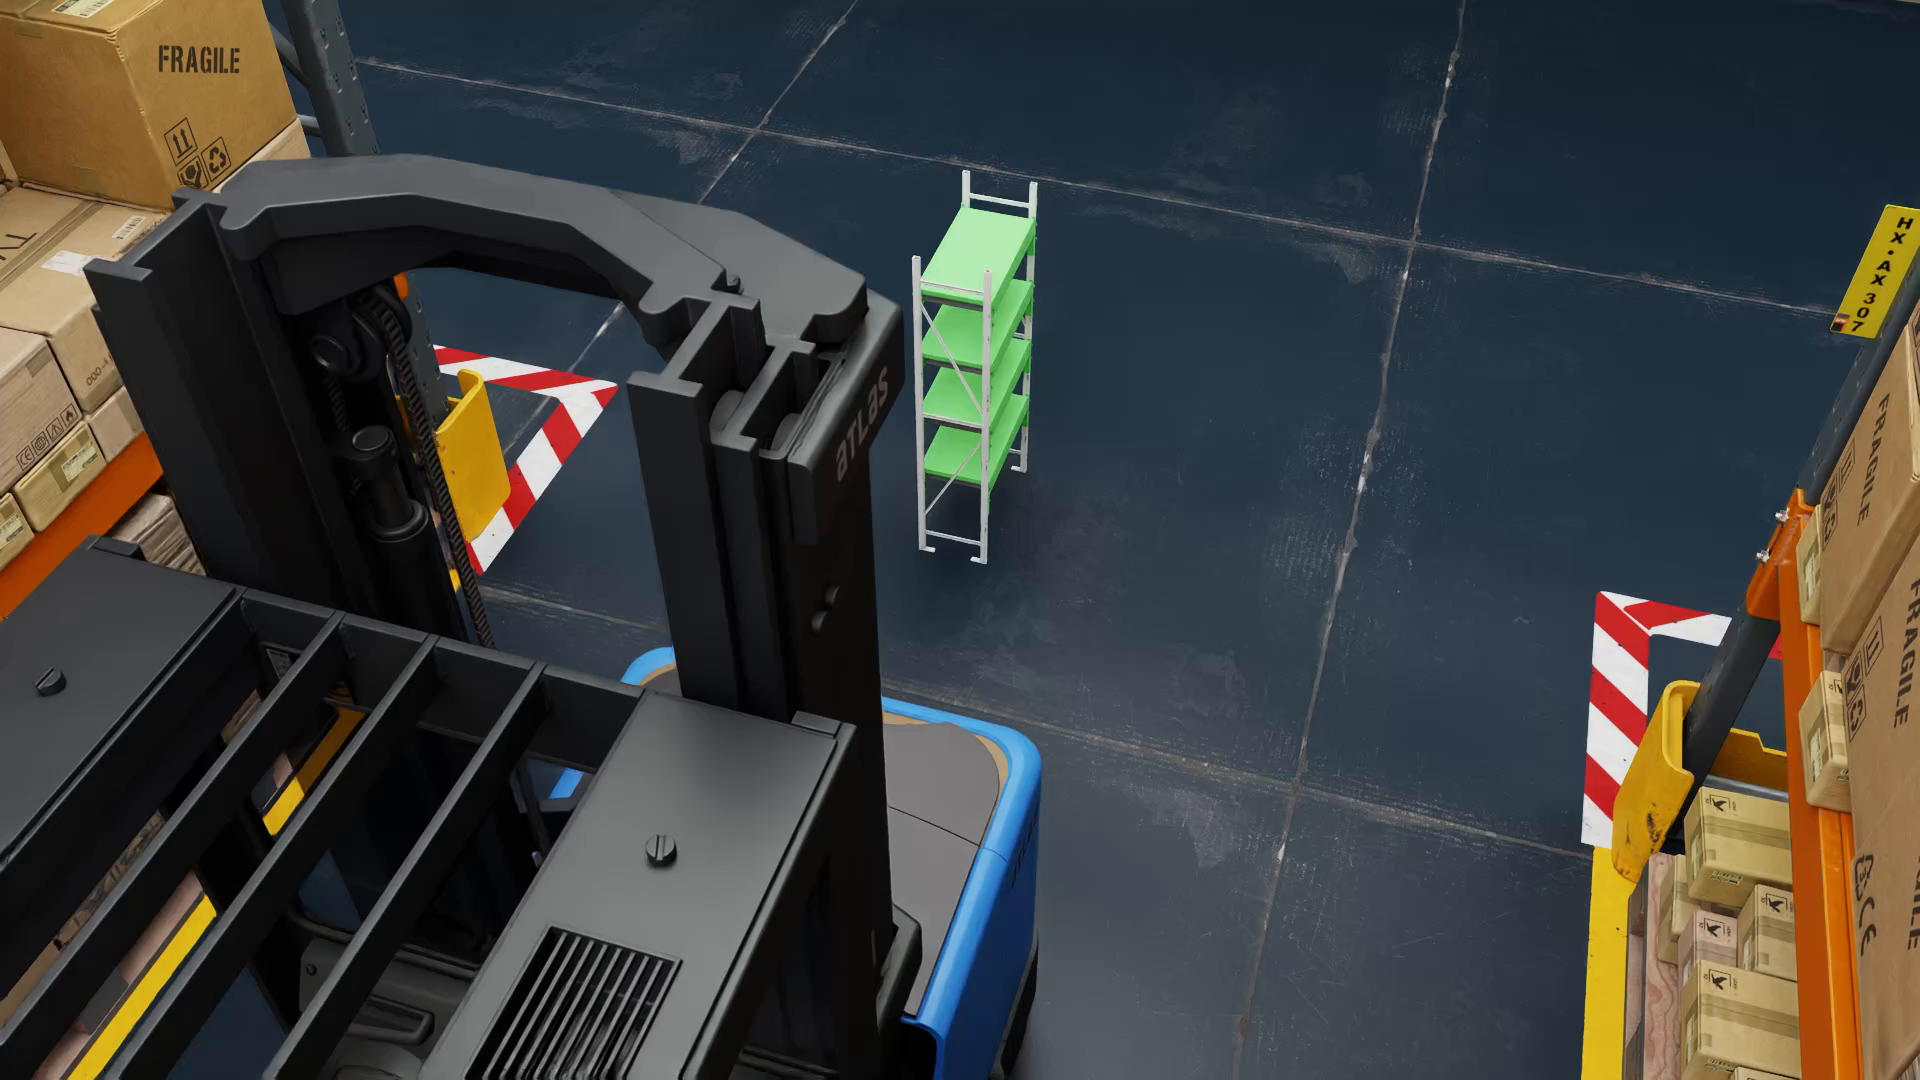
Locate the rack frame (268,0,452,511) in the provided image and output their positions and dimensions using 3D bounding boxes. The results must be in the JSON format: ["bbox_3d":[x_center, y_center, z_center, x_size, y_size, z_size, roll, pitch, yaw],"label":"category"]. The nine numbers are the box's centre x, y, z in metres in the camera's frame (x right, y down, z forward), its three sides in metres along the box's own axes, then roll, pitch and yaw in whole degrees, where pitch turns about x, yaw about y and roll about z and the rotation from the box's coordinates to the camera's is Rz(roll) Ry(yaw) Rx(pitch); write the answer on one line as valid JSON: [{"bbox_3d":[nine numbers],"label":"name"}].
[{"bbox_3d":[-2.199,-1.266,4.899,1.000,3.000,0.127,13,46,13],"label":"rack frame"}]

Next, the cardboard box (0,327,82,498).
[{"bbox_3d":[-2.401,-0.262,3.767,0.500,0.250,0.500,11,45,11],"label":"cardboard box"}]

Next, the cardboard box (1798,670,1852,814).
[{"bbox_3d":[1.917,0.435,3.340,0.380,0.149,0.250,11,46,11],"label":"cardboard box"}]

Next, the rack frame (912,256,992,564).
[{"bbox_3d":[-0.024,-0.377,5.277,0.240,1.200,0.015,13,46,12],"label":"rack frame"}]

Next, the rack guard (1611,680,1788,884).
[{"bbox_3d":[2.474,0.796,4.579,1.175,0.500,0.348,13,46,13],"label":"rack guard"}]

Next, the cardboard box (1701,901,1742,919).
[{"bbox_3d":[2.094,0.910,4.201,0.380,0.149,0.250,14,46,14],"label":"cardboard box"}]

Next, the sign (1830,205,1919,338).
[{"bbox_3d":[1.980,-0.572,3.571,0.100,0.325,0.005,13,46,13],"label":"sign"}]

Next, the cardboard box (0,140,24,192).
[{"bbox_3d":[-2.602,-1.055,4.578,0.500,0.250,0.500,11,46,11],"label":"cardboard box"}]

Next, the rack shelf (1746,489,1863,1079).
[{"bbox_3d":[1.892,1.443,2.645,1.077,0.370,4.000,13,46,13],"label":"rack shelf"}]

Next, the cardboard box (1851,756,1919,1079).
[{"bbox_3d":[1.800,0.637,2.670,0.500,0.500,0.500,13,46,13],"label":"cardboard box"}]

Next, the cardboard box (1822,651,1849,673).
[{"bbox_3d":[2.049,0.267,3.512,0.380,0.149,0.250,14,46,14],"label":"cardboard box"}]

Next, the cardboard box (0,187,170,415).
[{"bbox_3d":[-2.247,-0.601,4.114,0.500,0.250,0.500,12,46,12],"label":"cardboard box"}]

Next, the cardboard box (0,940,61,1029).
[{"bbox_3d":[-2.862,0.987,3.815,0.875,0.875,0.875,13,46,13],"label":"cardboard box"}]

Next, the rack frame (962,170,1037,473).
[{"bbox_3d":[0.124,-0.702,5.609,0.240,1.200,0.015,13,46,12],"label":"rack frame"}]

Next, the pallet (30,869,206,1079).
[{"bbox_3d":[-2.738,1.091,4.484,1.003,0.211,1.213,13,46,12],"label":"pallet"}]

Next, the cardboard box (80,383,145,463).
[{"bbox_3d":[-2.224,-0.361,4.154,0.380,0.149,0.250,13,46,13],"label":"cardboard box"}]

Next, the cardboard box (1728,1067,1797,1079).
[{"bbox_3d":[1.851,1.319,3.570,0.380,0.149,0.250,10,45,11],"label":"cardboard box"}]

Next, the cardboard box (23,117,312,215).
[{"bbox_3d":[-2.093,-0.939,4.459,0.500,0.250,0.500,12,46,12],"label":"cardboard box"}]

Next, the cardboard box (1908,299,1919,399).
[{"bbox_3d":[2.108,-0.404,3.019,0.500,0.500,0.500,12,46,12],"label":"cardboard box"}]

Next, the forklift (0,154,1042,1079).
[{"bbox_3d":[-0.730,1.042,2.589,1.130,2.935,3.031,13,46,12],"label":"forklift"}]

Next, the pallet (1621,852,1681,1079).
[{"bbox_3d":[2.195,1.434,4.134,1.003,0.211,1.213,13,46,13],"label":"pallet"}]

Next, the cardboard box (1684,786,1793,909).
[{"bbox_3d":[2.015,0.786,4.115,0.380,0.149,0.250,11,45,11],"label":"cardboard box"}]

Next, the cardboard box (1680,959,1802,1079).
[{"bbox_3d":[1.848,1.136,3.757,0.380,0.149,0.250,12,46,12],"label":"cardboard box"}]

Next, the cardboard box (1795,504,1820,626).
[{"bbox_3d":[2.087,0.089,3.694,0.380,0.149,0.250,12,46,12],"label":"cardboard box"}]

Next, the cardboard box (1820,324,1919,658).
[{"bbox_3d":[2.098,-0.049,3.371,0.500,0.500,0.500,15,46,14],"label":"cardboard box"}]

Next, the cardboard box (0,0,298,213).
[{"bbox_3d":[-2.096,-1.206,4.196,0.500,0.500,0.500,13,46,13],"label":"cardboard box"}]

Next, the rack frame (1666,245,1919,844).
[{"bbox_3d":[2.497,-0.148,3.756,1.000,3.000,0.127,13,46,13],"label":"rack frame"}]

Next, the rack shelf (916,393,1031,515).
[{"bbox_3d":[0.050,-0.322,5.656,0.258,0.148,0.480,13,46,12],"label":"rack shelf"}]

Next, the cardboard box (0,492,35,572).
[{"bbox_3d":[-2.379,-0.015,3.800,0.380,0.149,0.250,13,46,13],"label":"cardboard box"}]

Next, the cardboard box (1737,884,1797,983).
[{"bbox_3d":[2.046,0.995,3.901,0.380,0.149,0.250,13,46,13],"label":"cardboard box"}]

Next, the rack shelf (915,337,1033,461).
[{"bbox_3d":[0.050,-0.494,5.488,0.258,0.148,0.480,13,46,12],"label":"rack shelf"}]

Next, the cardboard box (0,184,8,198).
[{"bbox_3d":[-2.753,-0.708,4.223,0.500,0.250,0.500,12,46,12],"label":"cardboard box"}]

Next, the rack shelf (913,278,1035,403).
[{"bbox_3d":[0.050,-0.665,5.320,0.258,0.148,0.480,13,46,12],"label":"rack shelf"}]

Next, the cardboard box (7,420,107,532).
[{"bbox_3d":[-2.301,-0.188,3.977,0.380,0.149,0.250,12,46,12],"label":"cardboard box"}]

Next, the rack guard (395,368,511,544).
[{"bbox_3d":[-2.192,-0.388,5.789,1.175,0.500,0.348,13,46,13],"label":"rack guard"}]

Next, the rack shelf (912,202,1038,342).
[{"bbox_3d":[0.050,-0.837,5.152,0.258,0.148,0.480,13,46,12],"label":"rack shelf"}]

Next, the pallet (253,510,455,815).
[{"bbox_3d":[-2.367,0.281,5.312,1.003,0.211,1.213,13,46,13],"label":"pallet"}]

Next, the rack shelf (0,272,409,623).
[{"bbox_3d":[-2.805,0.325,3.788,1.077,0.370,4.000,13,46,13],"label":"rack shelf"}]

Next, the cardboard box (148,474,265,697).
[{"bbox_3d":[-2.317,-0.213,5.042,0.875,0.875,0.875,13,46,13],"label":"cardboard box"}]

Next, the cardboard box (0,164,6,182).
[{"bbox_3d":[-2.753,-0.990,3.976,0.500,0.500,0.500,12,46,12],"label":"cardboard box"}]

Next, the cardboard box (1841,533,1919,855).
[{"bbox_3d":[1.960,0.313,3.001,0.500,0.500,0.500,13,46,13],"label":"cardboard box"}]

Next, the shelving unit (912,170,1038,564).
[{"bbox_3d":[0.050,-0.539,5.443,0.258,1.200,0.503,13,46,12],"label":"shelving unit"}]

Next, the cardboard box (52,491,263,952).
[{"bbox_3d":[-2.592,0.394,4.422,0.875,0.875,0.875,13,46,13],"label":"cardboard box"}]

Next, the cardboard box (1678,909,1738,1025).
[{"bbox_3d":[1.957,1.080,4.027,0.380,0.149,0.250,12,46,12],"label":"cardboard box"}]

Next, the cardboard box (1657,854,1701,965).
[{"bbox_3d":[2.034,1.003,4.319,0.380,0.149,0.250,13,46,13],"label":"cardboard box"}]
